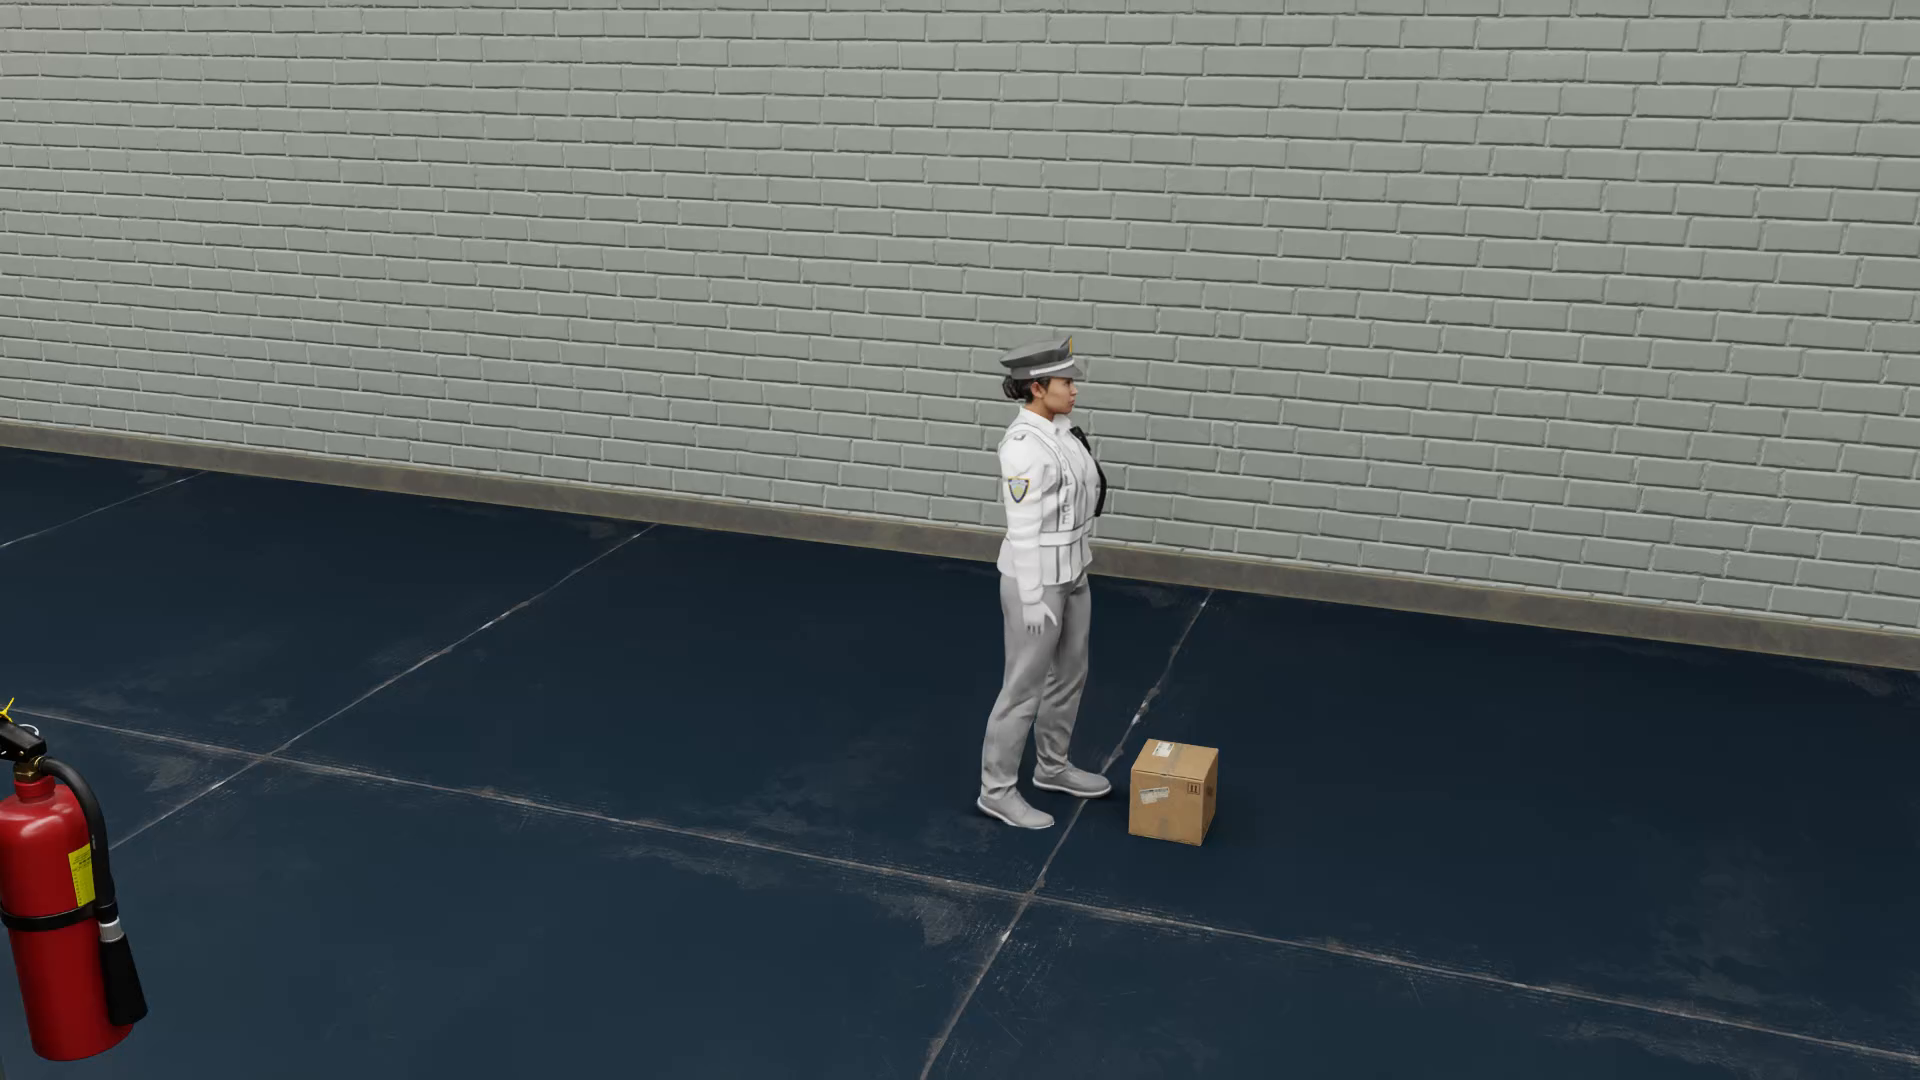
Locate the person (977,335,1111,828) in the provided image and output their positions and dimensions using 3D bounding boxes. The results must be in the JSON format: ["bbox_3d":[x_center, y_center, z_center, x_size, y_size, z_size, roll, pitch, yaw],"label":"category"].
[{"bbox_3d":[0.306,0.144,5.644,0.409,1.707,0.472,7,20,19],"label":"person"}]
